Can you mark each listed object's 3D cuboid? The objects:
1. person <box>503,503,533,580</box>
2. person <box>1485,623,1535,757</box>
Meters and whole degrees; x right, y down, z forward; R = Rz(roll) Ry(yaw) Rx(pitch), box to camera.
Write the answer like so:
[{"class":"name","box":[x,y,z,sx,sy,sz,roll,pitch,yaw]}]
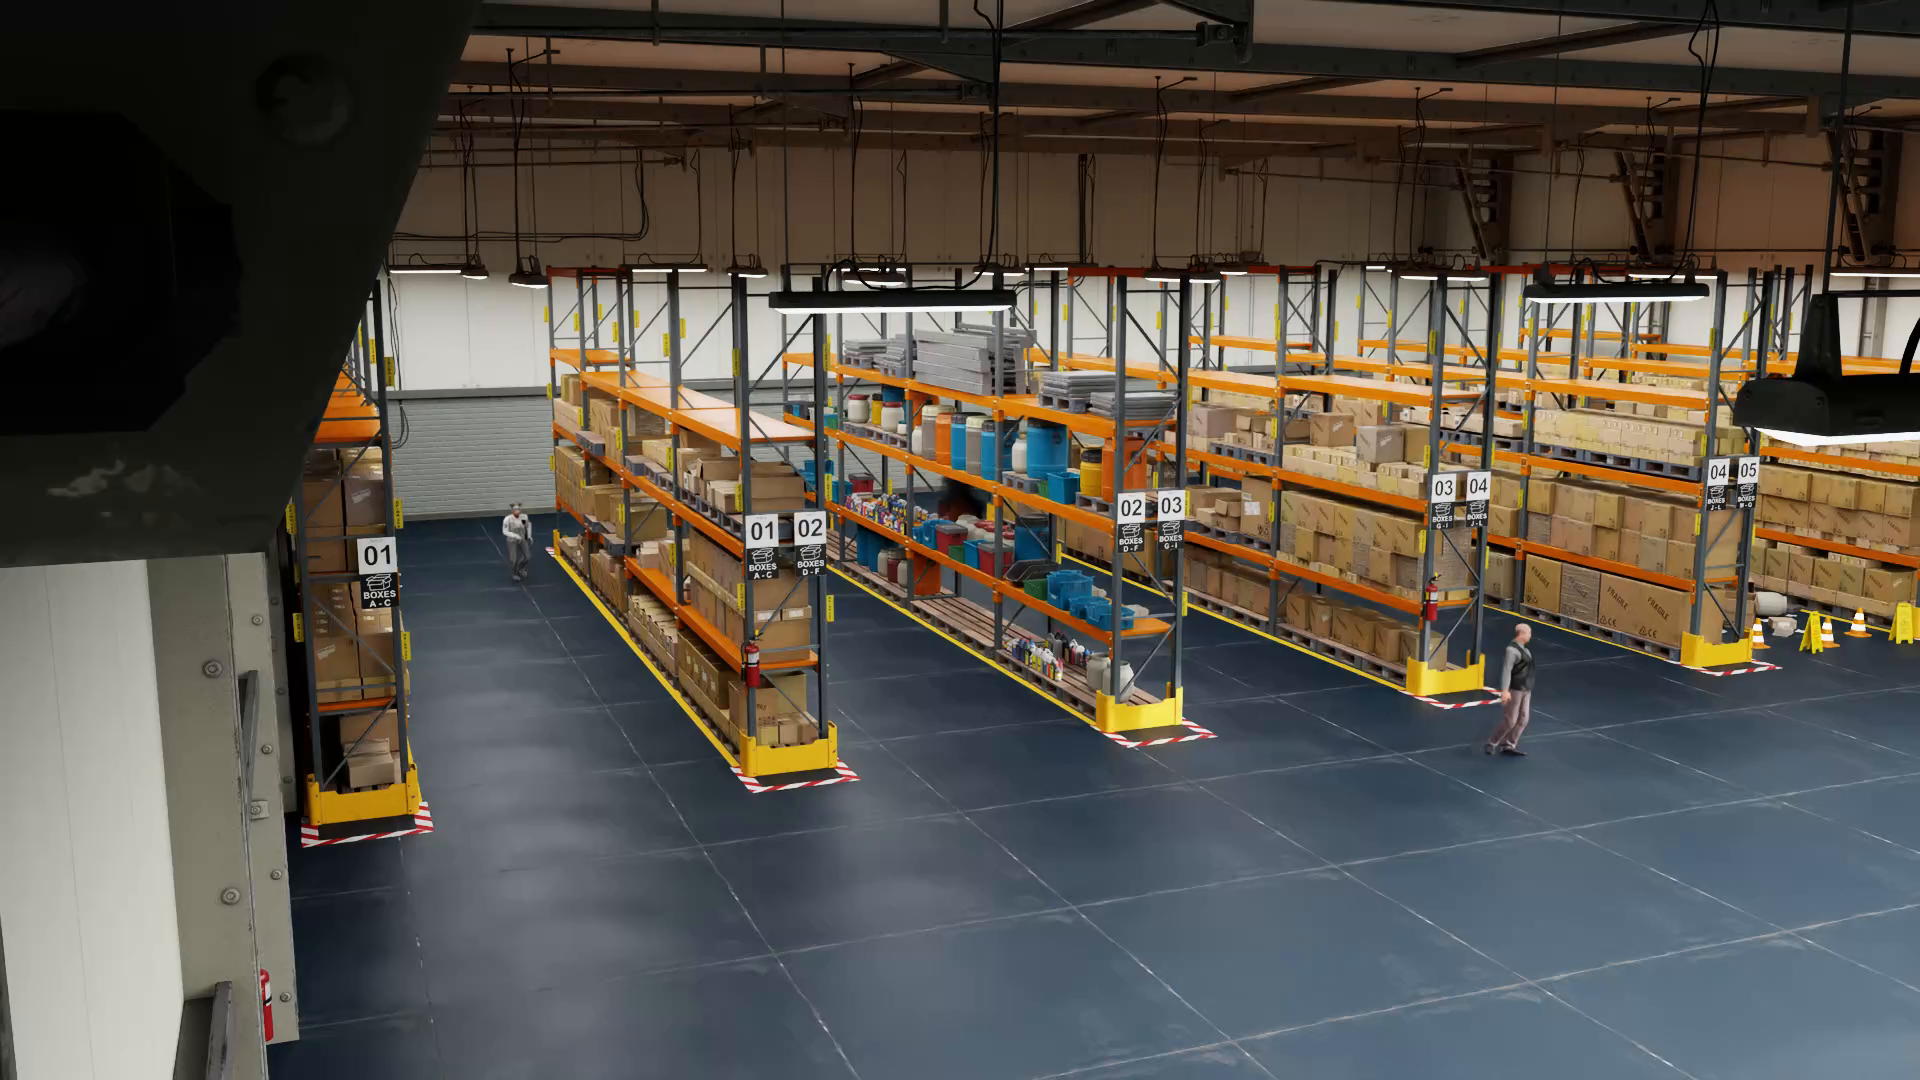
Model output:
[{"class":"person","box":[-8.501,0.028,31.988,0.606,1.570,0.741,-6,11,-30]},{"class":"person","box":[6.922,1.888,20.912,0.492,1.703,0.649,8,13,39]}]
